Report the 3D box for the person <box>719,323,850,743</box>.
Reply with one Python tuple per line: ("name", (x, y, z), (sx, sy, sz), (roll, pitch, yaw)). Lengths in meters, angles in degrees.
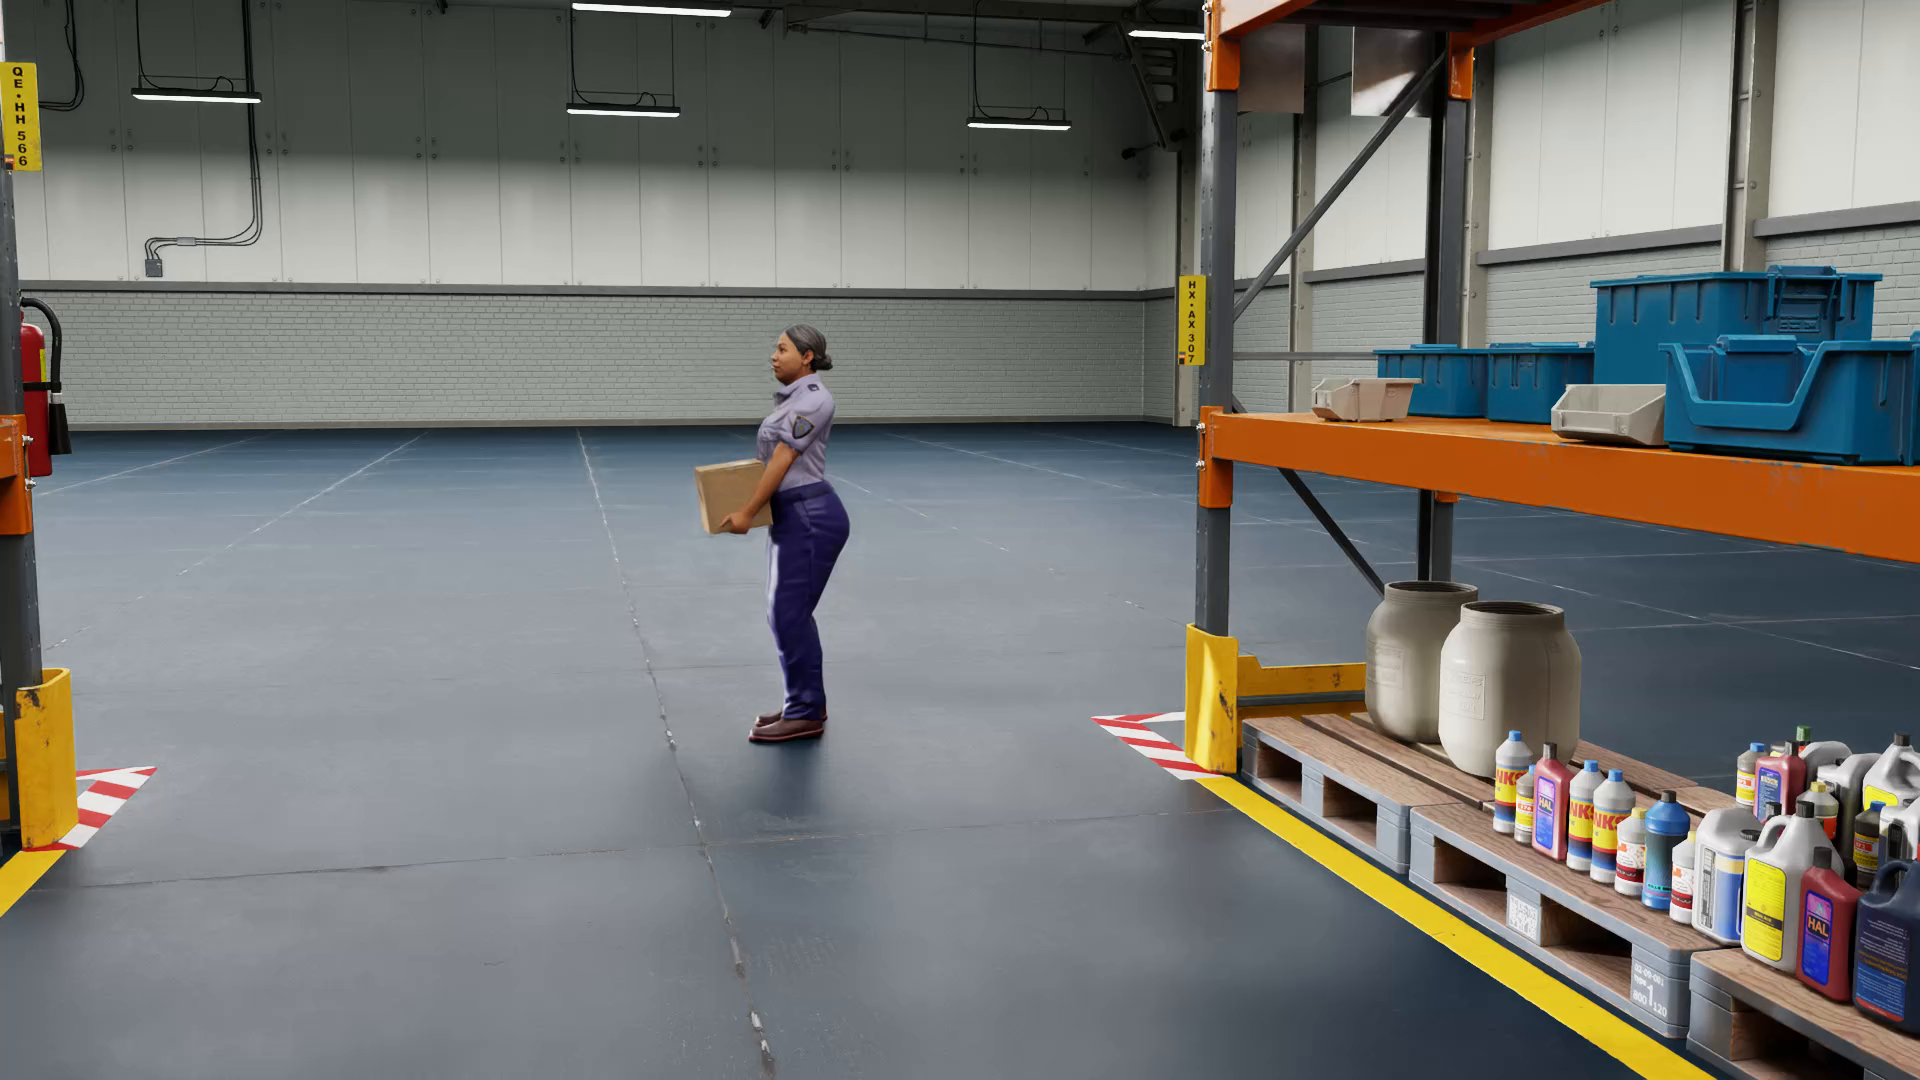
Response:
("person", (-0.711, -0.036, 6.624), (0.525, 1.647, 0.435), (-2, 6, -15))
